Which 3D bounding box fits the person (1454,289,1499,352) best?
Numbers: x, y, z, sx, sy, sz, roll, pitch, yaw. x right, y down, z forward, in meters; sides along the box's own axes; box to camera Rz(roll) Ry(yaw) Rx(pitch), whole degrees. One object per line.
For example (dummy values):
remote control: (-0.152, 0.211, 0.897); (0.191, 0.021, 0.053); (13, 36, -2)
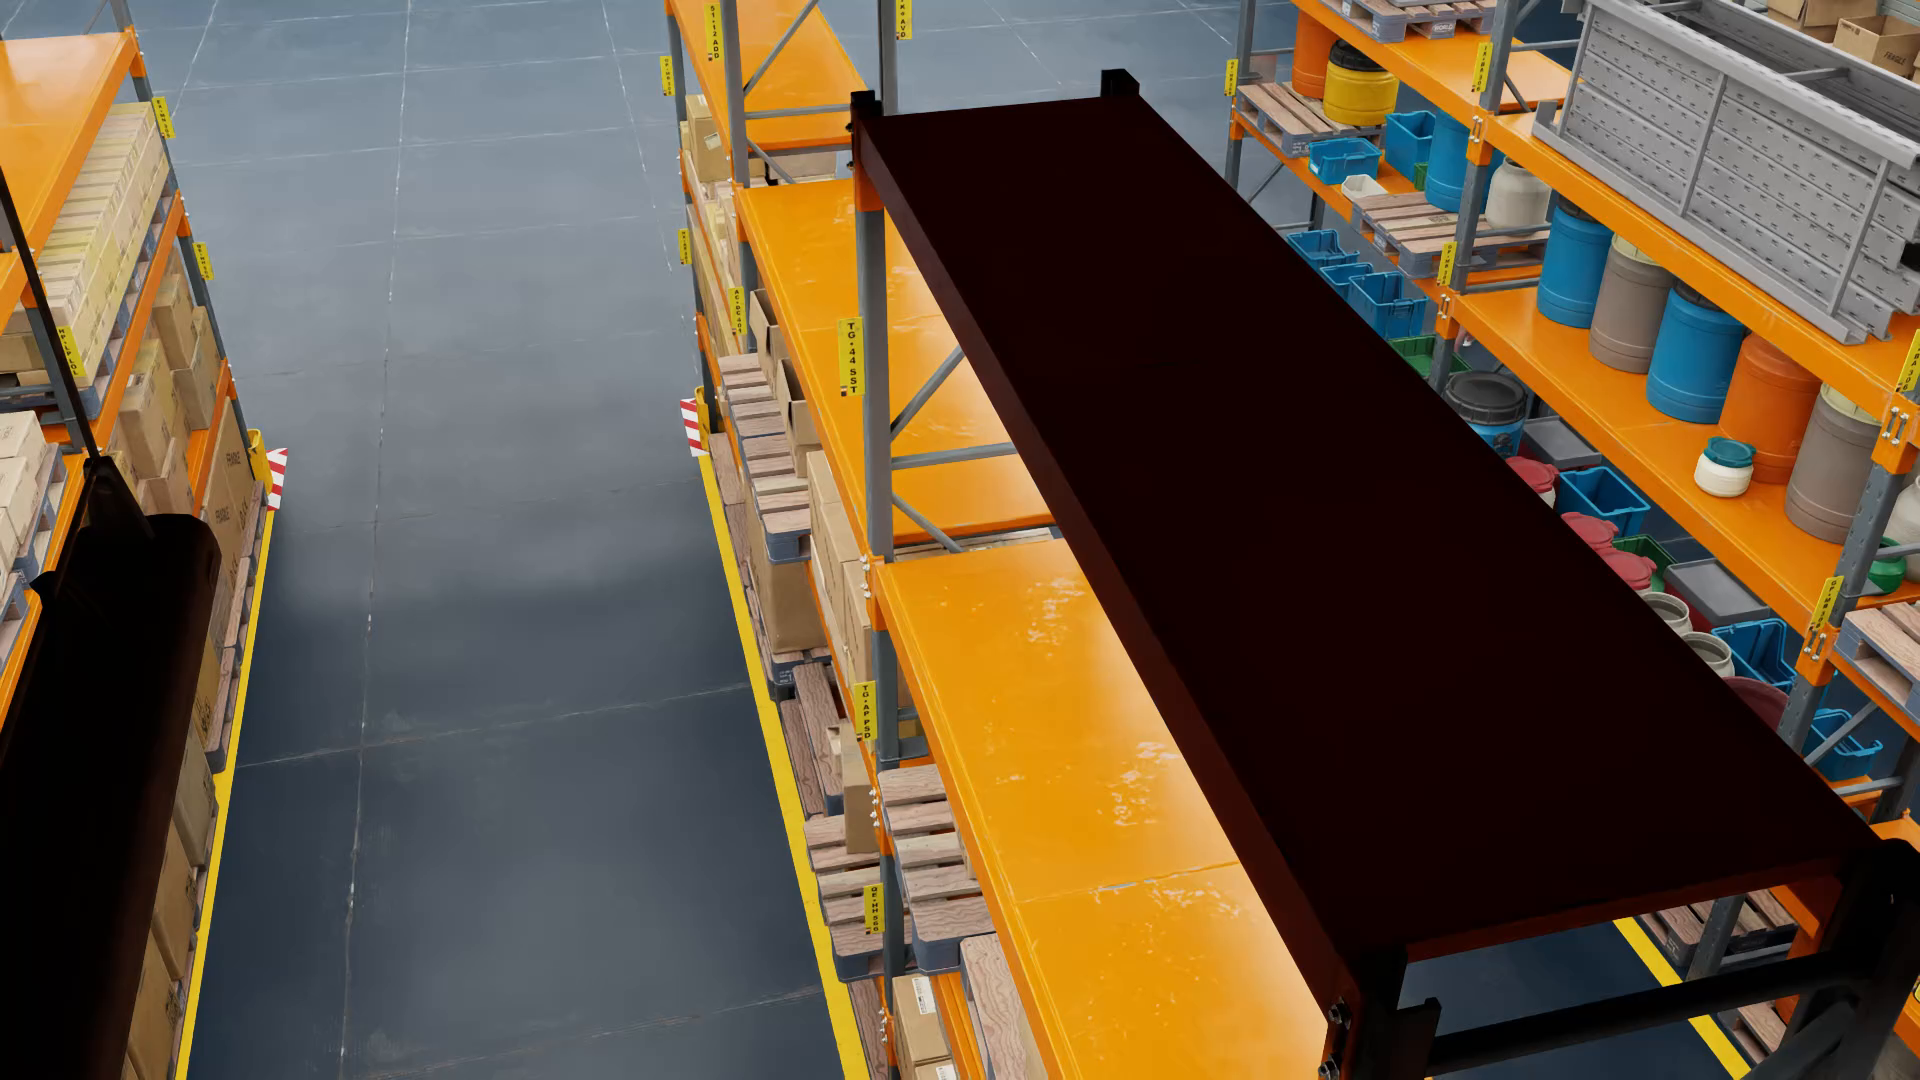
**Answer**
person: (5.074, -2.581, 16.398); (0.846, 1.648, 0.458); (-20, 39, -26)
